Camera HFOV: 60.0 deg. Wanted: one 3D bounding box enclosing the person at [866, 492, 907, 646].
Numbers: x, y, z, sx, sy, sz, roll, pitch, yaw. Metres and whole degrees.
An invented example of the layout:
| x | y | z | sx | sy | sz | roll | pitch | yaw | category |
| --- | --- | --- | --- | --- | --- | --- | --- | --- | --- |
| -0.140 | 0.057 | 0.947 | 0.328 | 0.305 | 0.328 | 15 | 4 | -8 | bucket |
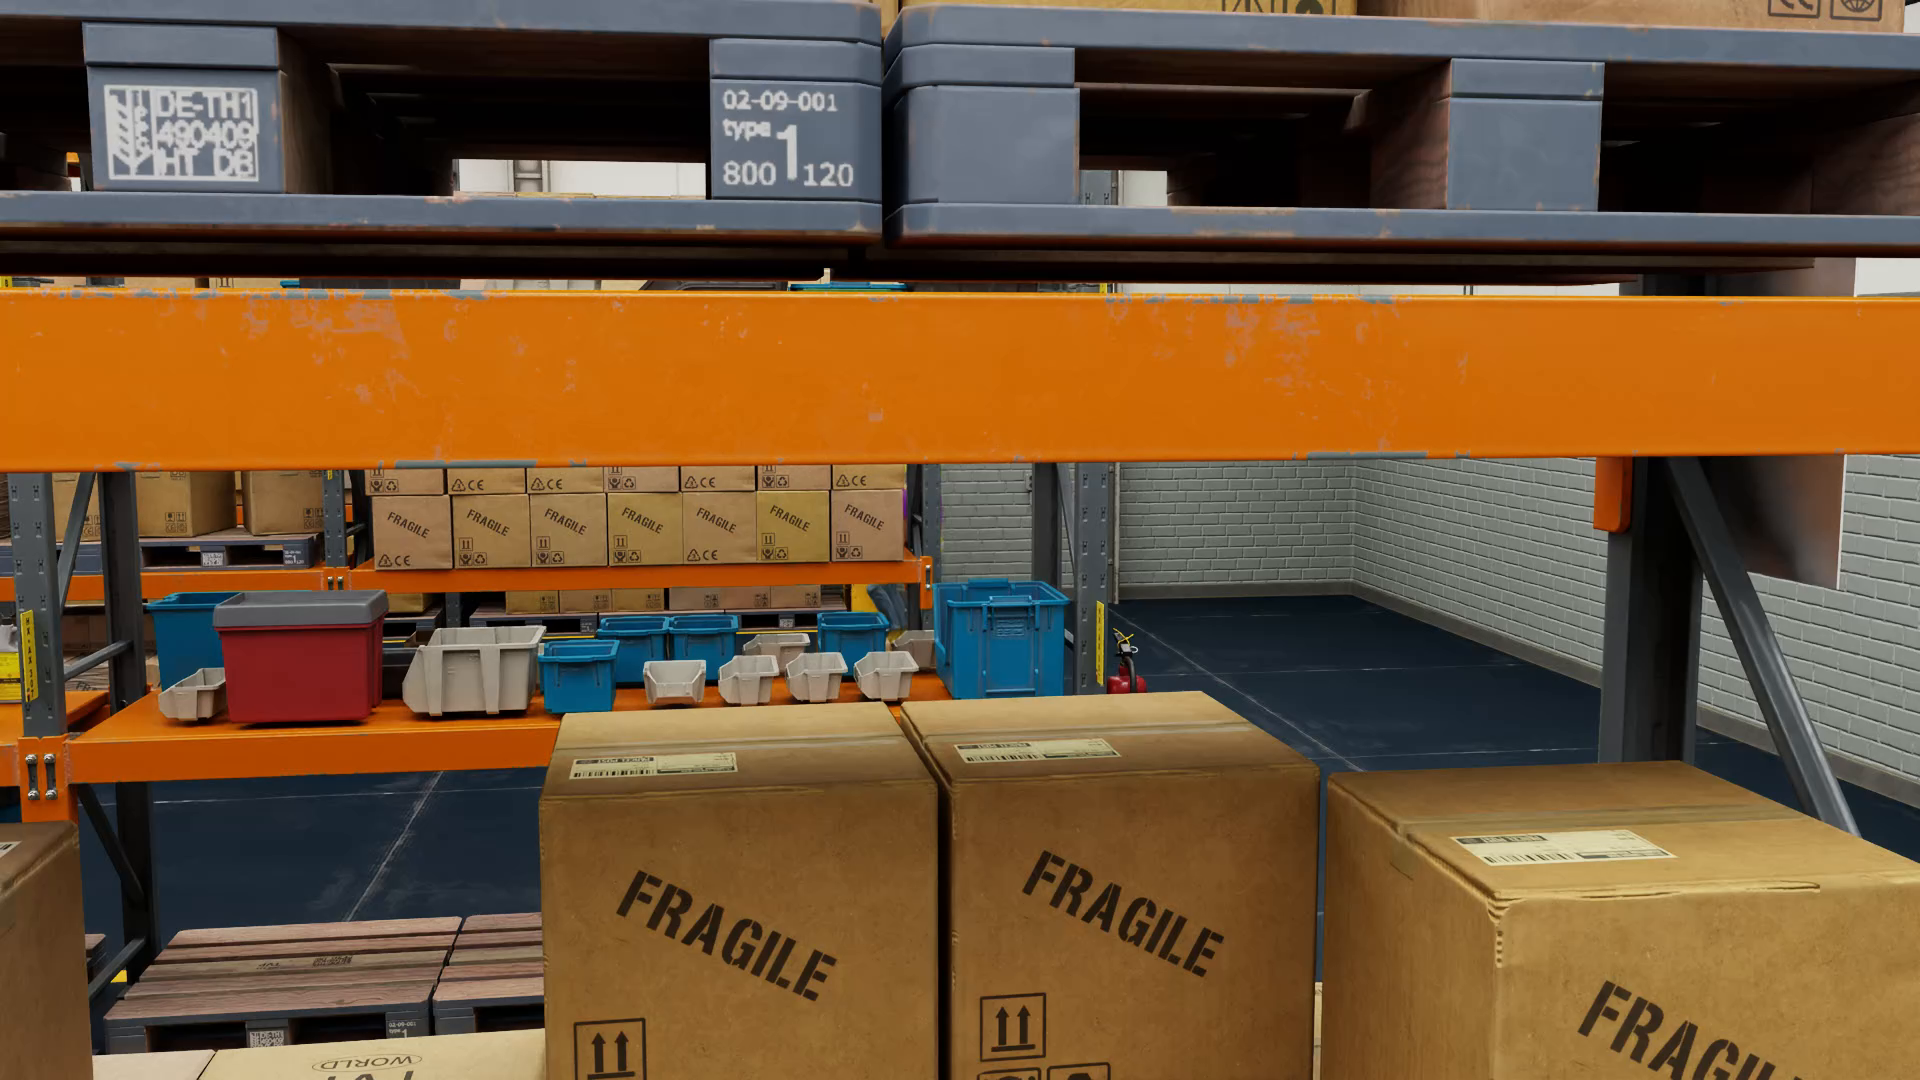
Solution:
| x | y | z | sx | sy | sz | roll | pitch | yaw | category |
| --- | --- | --- | --- | --- | --- | --- | --- | --- | --- |
| -0.703 | 0.112 | 15.572 | 0.497 | 1.794 | 0.593 | -3 | 7 | -23 | person |
